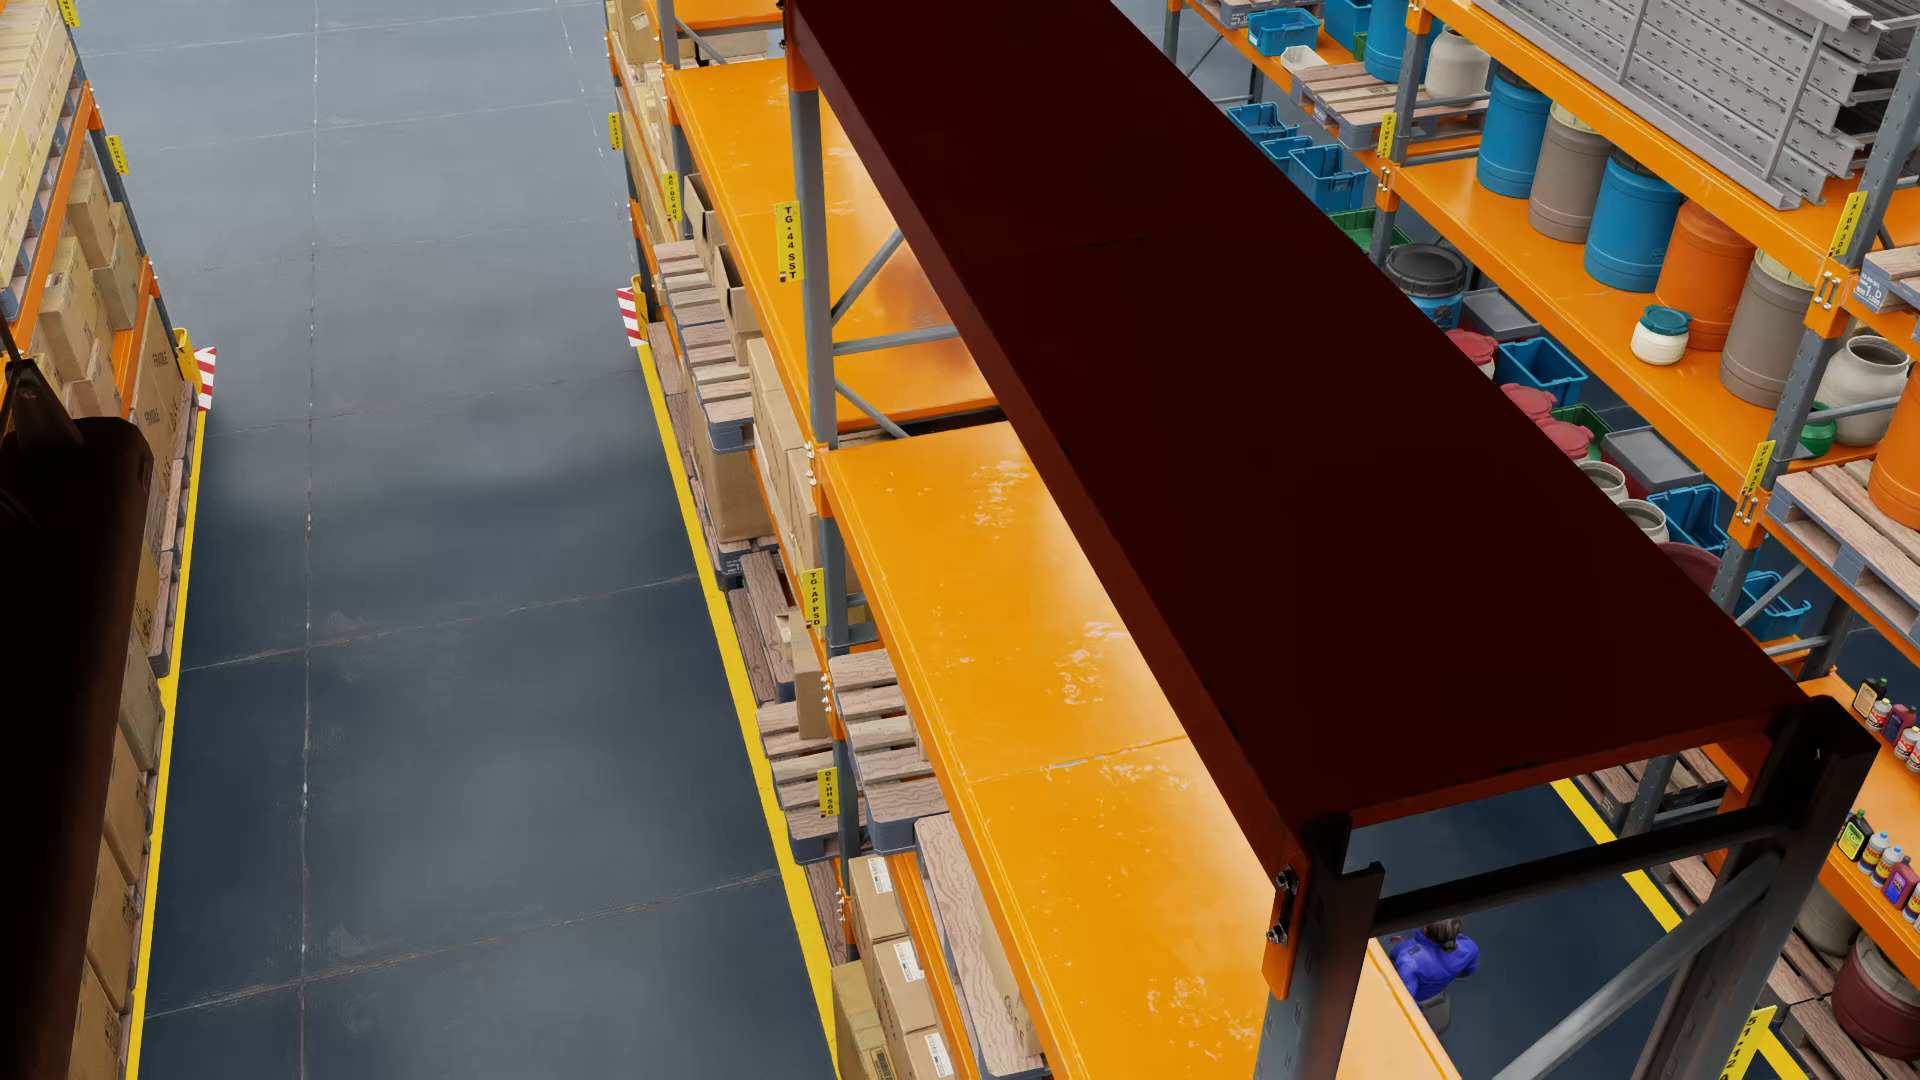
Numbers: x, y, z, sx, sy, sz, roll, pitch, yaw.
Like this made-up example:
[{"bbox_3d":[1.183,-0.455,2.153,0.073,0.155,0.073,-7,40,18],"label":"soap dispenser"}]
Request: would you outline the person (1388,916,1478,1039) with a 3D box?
[{"bbox_3d":[2.186,2.280,8.188,0.561,1.631,0.562,-10,39,-12],"label":"person"}]
